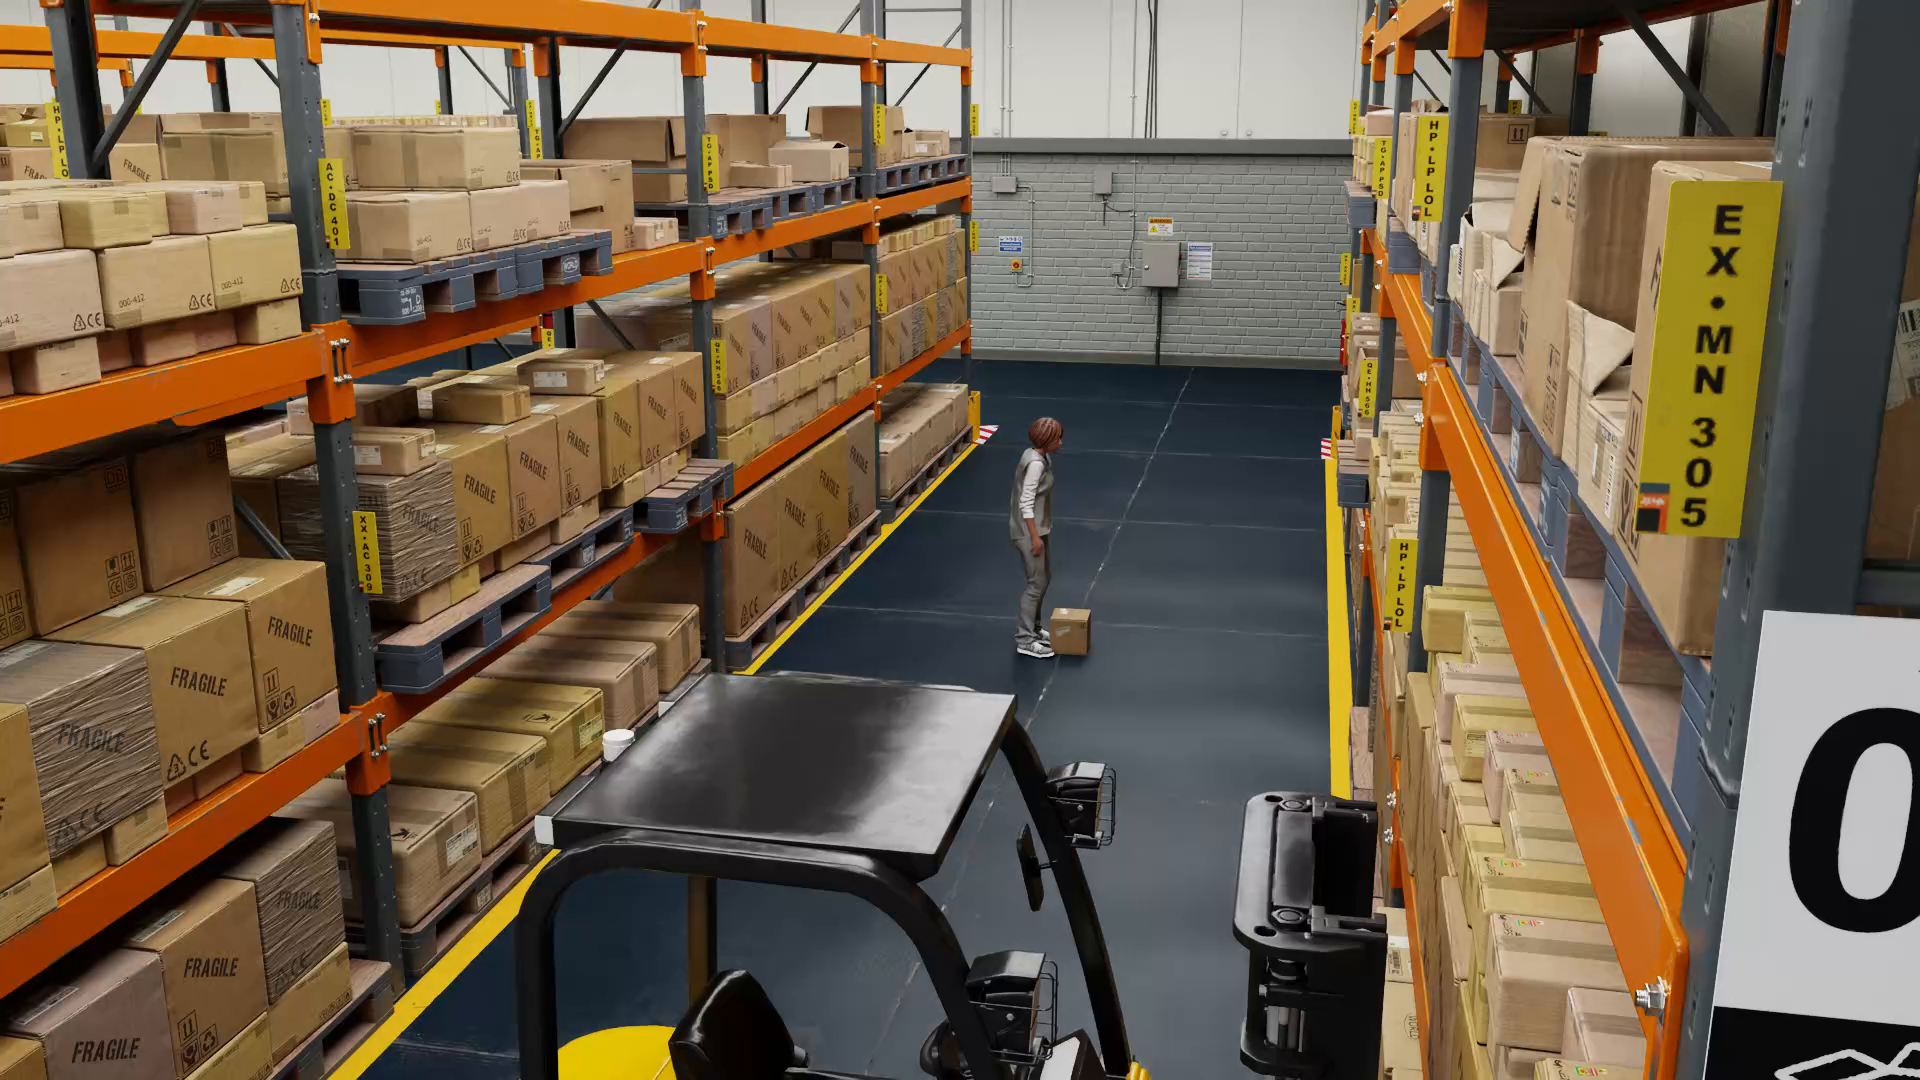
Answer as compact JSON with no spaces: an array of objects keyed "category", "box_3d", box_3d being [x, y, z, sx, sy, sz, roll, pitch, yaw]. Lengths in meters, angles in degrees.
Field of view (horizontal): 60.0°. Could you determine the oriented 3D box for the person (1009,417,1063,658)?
[{"category":"person","box_3d":[0.506,-0.029,11.169,0.344,1.581,0.462,2,15,9]}]
